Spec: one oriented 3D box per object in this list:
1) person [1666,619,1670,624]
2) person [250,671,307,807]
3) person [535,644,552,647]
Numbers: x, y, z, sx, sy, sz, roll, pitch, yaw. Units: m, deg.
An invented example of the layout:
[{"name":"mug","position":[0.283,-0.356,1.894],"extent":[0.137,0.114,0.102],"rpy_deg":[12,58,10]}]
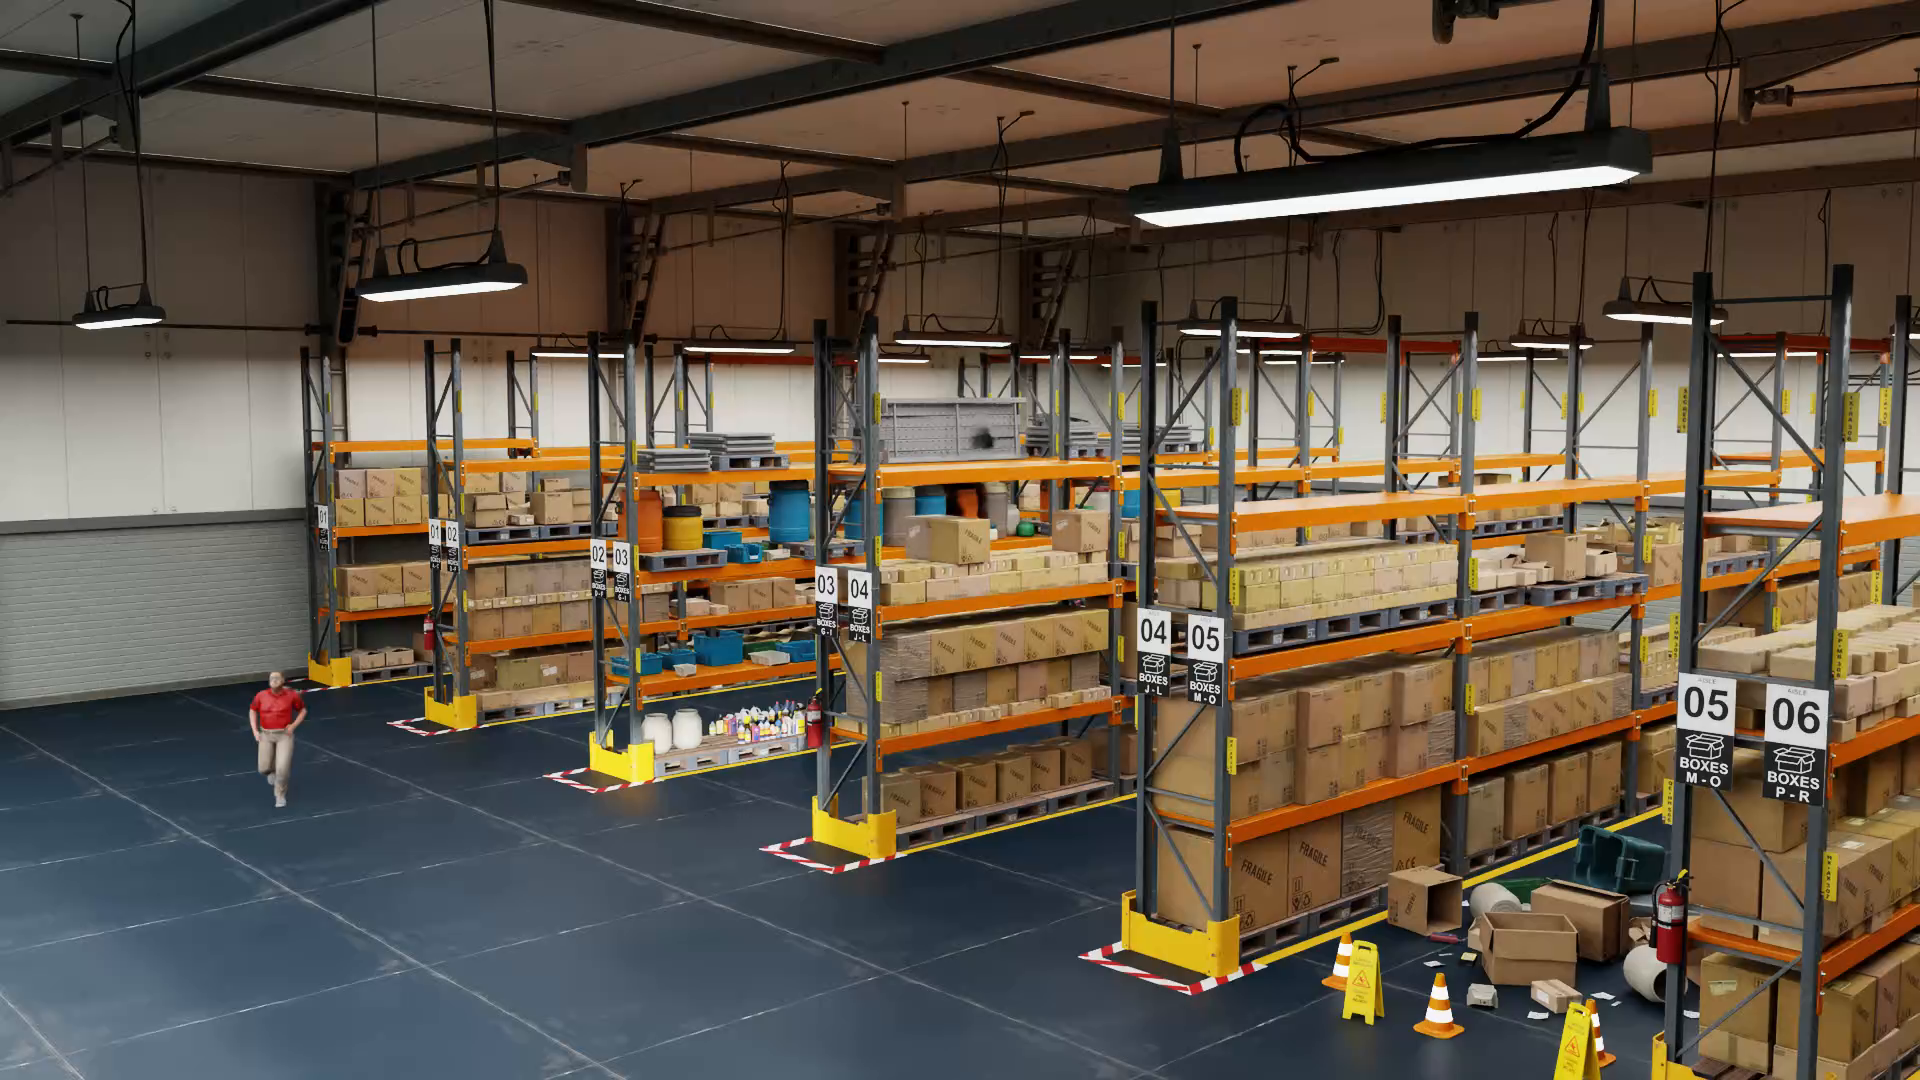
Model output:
[{"name":"person","position":[11.122,2.060,26.076],"extent":[0.549,1.637,0.583],"rpy_deg":[-3,6,-35]},{"name":"person","position":[-8.634,2.493,21.066],"extent":[0.683,1.678,0.659],"rpy_deg":[-1,5,-11]},{"name":"person","position":[-7.217,1.796,28.757],"extent":[0.573,1.672,0.906],"rpy_deg":[4,7,41]}]
